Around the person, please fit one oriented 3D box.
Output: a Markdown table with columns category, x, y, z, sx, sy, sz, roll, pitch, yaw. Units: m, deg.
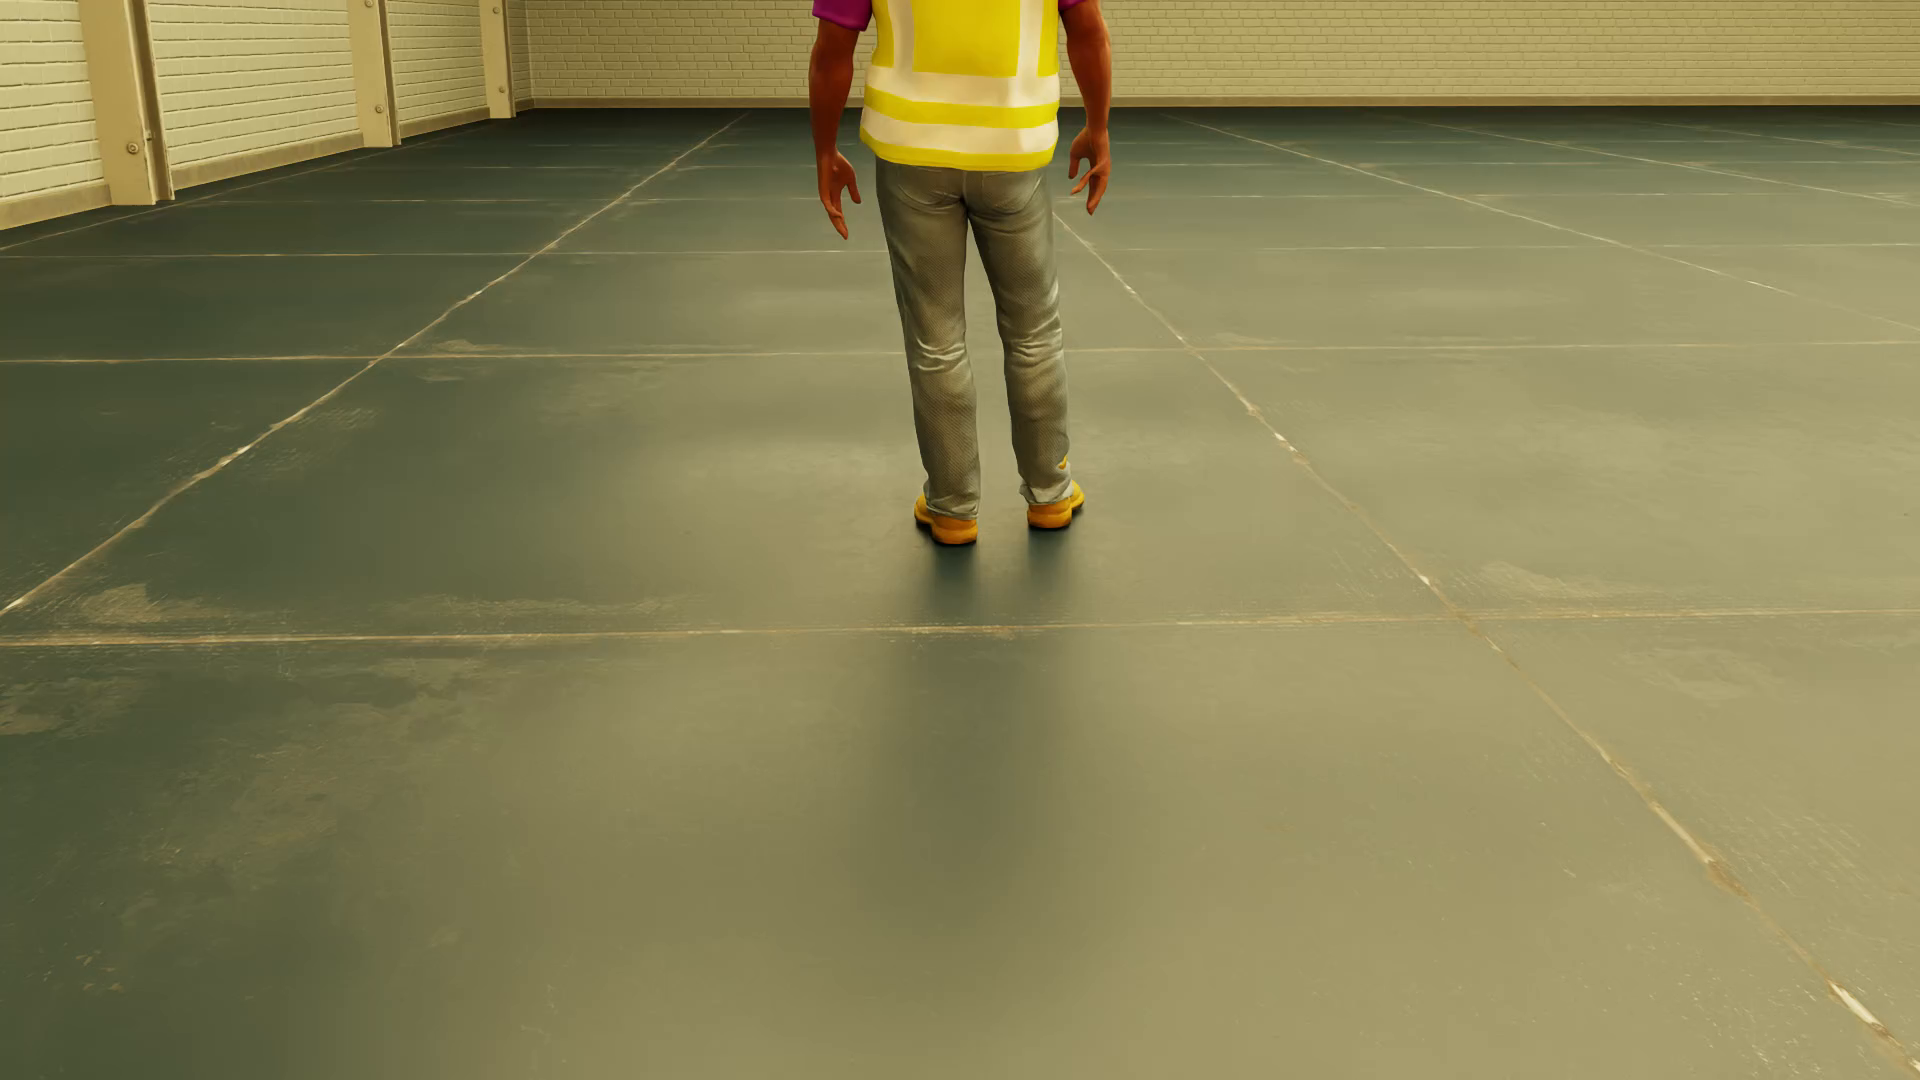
| category | x | y | z | sx | sy | sz | roll | pitch | yaw |
| --- | --- | --- | --- | --- | --- | --- | --- | --- | --- |
| person | 0.003 | -0.872 | 3.724 | 0.665 | 1.765 | 0.577 | -1 | 17 | -3 |
